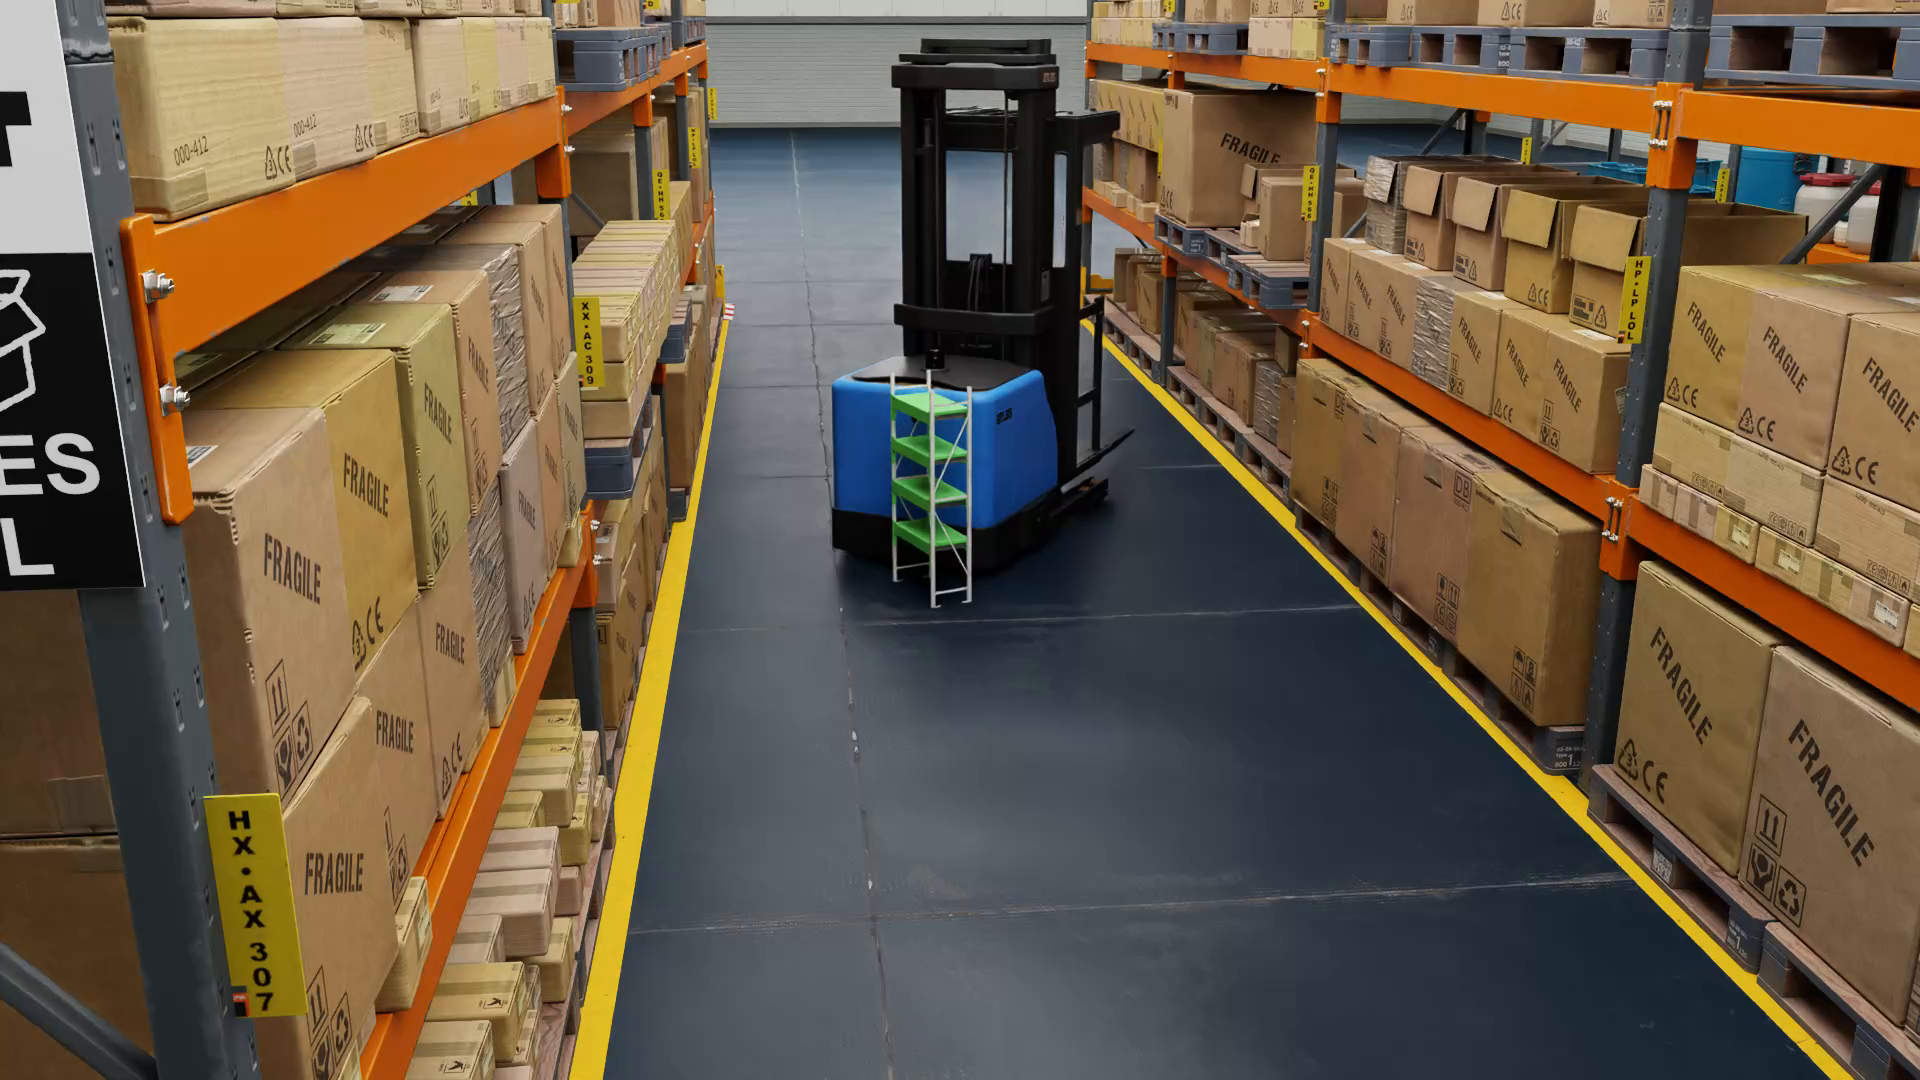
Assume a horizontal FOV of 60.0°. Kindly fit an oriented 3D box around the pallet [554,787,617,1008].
[{"bbox_3d":[-1.775,1.251,5.840,1.003,0.211,1.213,-2,18,-6],"label":"pallet"}]

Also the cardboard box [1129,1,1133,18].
[{"bbox_3d":[1.798,-4.976,15.596,0.380,0.149,0.250,-2,18,-6],"label":"cardboard box"}]

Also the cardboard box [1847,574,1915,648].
[{"bbox_3d":[2.899,0.203,4.943,0.380,0.149,0.250,-2,17,-5],"label":"cardboard box"}]

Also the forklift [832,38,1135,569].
[{"bbox_3d":[0.325,-1.630,10.477,1.130,2.935,3.031,8,19,24],"label":"forklift"}]

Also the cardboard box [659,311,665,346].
[{"bbox_3d":[-1.656,-1.036,8.186,0.380,0.149,0.250,-1,17,-4],"label":"cardboard box"}]

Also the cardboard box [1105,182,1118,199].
[{"bbox_3d":[1.683,-3.541,16.867,0.380,0.149,0.250,-2,18,-6],"label":"cardboard box"}]

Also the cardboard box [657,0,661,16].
[{"bbox_3d":[-2.252,-3.632,11.010,0.500,0.311,0.500,-2,18,-7],"label":"cardboard box"}]

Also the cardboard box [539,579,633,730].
[{"bbox_3d":[-1.692,0.485,7.095,0.500,0.500,0.500,-1,17,-3],"label":"cardboard box"}]

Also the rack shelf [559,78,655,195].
[{"bbox_3d":[-2.085,-1.962,7.613,1.077,0.370,4.000,-2,18,-6],"label":"rack shelf"}]

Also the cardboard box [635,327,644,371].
[{"bbox_3d":[-1.518,-0.787,6.896,0.380,0.149,0.250,-1,17,-4],"label":"cardboard box"}]

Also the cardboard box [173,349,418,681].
[{"bbox_3d":[-1.307,-0.046,2.981,0.500,0.500,0.500,-1,17,-4],"label":"cardboard box"}]

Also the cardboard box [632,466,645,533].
[{"bbox_3d":[-1.798,-0.183,7.972,0.500,0.250,0.500,-1,17,-4],"label":"cardboard box"}]

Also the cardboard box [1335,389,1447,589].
[{"bbox_3d":[2.787,-0.308,8.996,1.225,0.875,0.875,-2,18,-5],"label":"cardboard box"}]

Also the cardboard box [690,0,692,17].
[{"bbox_3d":[-2.457,-4.492,14.020,0.380,0.149,0.250,-2,18,-6],"label":"cardboard box"}]

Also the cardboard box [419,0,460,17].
[{"bbox_3d":[-1.402,-1.281,3.657,0.500,0.250,0.500,-2,18,-8],"label":"cardboard box"}]

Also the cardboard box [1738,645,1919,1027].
[{"bbox_3d":[3.146,0.879,5.216,0.875,0.875,0.875,-2,18,-6],"label":"cardboard box"}]

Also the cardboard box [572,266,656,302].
[{"bbox_3d":[-1.597,-1.160,7.588,0.380,0.149,0.250,-1,17,-4],"label":"cardboard box"}]

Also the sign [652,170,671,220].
[{"bbox_3d":[-1.753,-2.004,9.753,0.100,0.325,0.005,-2,18,-6],"label":"sign"}]

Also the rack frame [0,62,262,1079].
[{"bbox_3d":[-1.467,0.913,2.260,1.000,3.000,0.127,-2,18,-6],"label":"rack frame"}]

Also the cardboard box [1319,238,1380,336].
[{"bbox_3d":[2.432,-1.488,9.741,0.500,0.500,0.500,-1,17,-4],"label":"cardboard box"}]

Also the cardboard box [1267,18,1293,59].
[{"bbox_3d":[2.295,-3.234,10.714,0.500,0.250,0.500,-2,18,-6],"label":"cardboard box"}]

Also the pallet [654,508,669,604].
[{"bbox_3d":[-2.213,0.093,9.528,1.003,0.211,1.213,-2,18,-6],"label":"pallet"}]

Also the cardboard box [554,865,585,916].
[{"bbox_3d":[-1.465,1.144,5.583,0.380,0.149,0.250,-2,18,-7],"label":"cardboard box"}]

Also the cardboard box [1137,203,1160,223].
[{"bbox_3d":[1.806,-2.942,14.961,0.380,0.149,0.250,-2,18,-6],"label":"cardboard box"}]

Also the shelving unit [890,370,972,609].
[{"bbox_3d":[-0.160,-0.283,9.074,0.258,1.200,0.503,-9,19,-26],"label":"shelving unit"}]

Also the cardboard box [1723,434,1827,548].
[{"bbox_3d":[2.899,-0.176,5.482,0.500,0.250,0.500,-2,18,-6],"label":"cardboard box"}]

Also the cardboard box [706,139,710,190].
[{"bbox_3d":[-3.033,-3.816,17.074,0.875,0.550,0.550,-2,18,-6],"label":"cardboard box"}]

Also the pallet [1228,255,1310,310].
[{"bbox_3d":[2.473,-1.711,10.939,1.213,0.211,1.003,-2,18,-6],"label":"pallet"}]

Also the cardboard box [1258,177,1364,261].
[{"bbox_3d":[2.400,-2.164,11.195,0.700,0.500,0.500,1,17,3],"label":"cardboard box"}]

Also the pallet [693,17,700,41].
[{"bbox_3d":[-2.901,-4.658,15.145,1.003,0.211,1.213,-2,18,-6],"label":"pallet"}]

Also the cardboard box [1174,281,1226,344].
[{"bbox_3d":[2.172,-2.084,15.278,0.500,0.500,0.500,4,18,12],"label":"cardboard box"}]

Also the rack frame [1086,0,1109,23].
[{"bbox_3d":[1.827,-6.839,16.938,1.000,3.000,0.127,-2,18,-6],"label":"rack frame"}]

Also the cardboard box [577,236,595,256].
[{"bbox_3d":[-2.069,-1.660,10.290,0.500,0.500,0.500,-2,17,-5],"label":"cardboard box"}]

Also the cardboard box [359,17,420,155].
[{"bbox_3d":[-1.375,-0.898,3.272,0.500,0.250,0.500,-2,18,-7],"label":"cardboard box"}]

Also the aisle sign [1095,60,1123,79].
[{"bbox_3d":[1.522,-5.226,17.476,0.394,0.787,0.004,-2,18,-6],"label":"aisle sign"}]

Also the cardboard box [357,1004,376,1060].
[{"bbox_3d":[-1.241,0.852,2.875,0.380,0.149,0.250,-1,17,-4],"label":"cardboard box"}]

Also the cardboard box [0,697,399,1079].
[{"bbox_3d":[-1.238,0.581,2.654,0.500,0.500,0.500,-1,17,-3],"label":"cardboard box"}]

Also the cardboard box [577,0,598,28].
[{"bbox_3d":[-1.908,-2.424,7.008,0.797,0.503,0.637,-2,18,-6],"label":"cardboard box"}]

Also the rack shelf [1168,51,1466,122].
[{"bbox_3d":[2.446,-3.277,11.801,1.077,0.370,4.000,-2,18,-6],"label":"rack shelf"}]

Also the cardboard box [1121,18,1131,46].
[{"bbox_3d":[1.785,-4.729,15.474,0.500,0.250,0.500,-1,17,-4],"label":"cardboard box"}]

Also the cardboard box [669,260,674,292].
[{"bbox_3d":[-1.729,-1.402,8.856,0.380,0.149,0.250,-1,17,-4],"label":"cardboard box"}]

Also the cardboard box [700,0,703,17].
[{"bbox_3d":[-2.668,-5.098,15.950,0.380,0.149,0.250,-2,18,-5],"label":"cardboard box"}]

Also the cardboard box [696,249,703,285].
[{"bbox_3d":[-2.699,-2.038,14.507,0.875,0.875,0.875,-2,17,-5],"label":"cardboard box"}]

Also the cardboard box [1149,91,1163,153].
[{"bbox_3d":[1.920,-3.577,14.231,0.500,0.500,0.500,-2,18,-6],"label":"cardboard box"}]

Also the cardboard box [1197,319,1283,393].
[{"bbox_3d":[2.312,-1.476,13.310,0.700,0.500,0.500,-2,18,-6],"label":"cardboard box"}]

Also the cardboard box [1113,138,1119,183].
[{"bbox_3d":[2.027,-3.856,16.790,0.875,0.500,0.500,-2,18,-6],"label":"cardboard box"}]

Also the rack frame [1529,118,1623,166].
[{"bbox_3d":[6.754,-4.130,18.324,1.000,3.000,0.127,-2,18,-6],"label":"rack frame"}]

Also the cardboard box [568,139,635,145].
[{"bbox_3d":[-2.382,-2.280,10.594,0.700,0.500,0.500,-2,18,-6],"label":"cardboard box"}]

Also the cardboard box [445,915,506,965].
[{"bbox_3d":[-1.459,1.159,4.542,0.380,0.149,0.250,-2,18,-6],"label":"cardboard box"}]

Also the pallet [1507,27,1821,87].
[{"bbox_3d":[2.921,-2.013,6.893,0.805,0.209,1.217,-2,18,-8],"label":"pallet"}]

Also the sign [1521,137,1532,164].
[{"bbox_3d":[6.206,-4.246,18.232,0.100,0.325,0.005,-2,18,-6],"label":"sign"}]

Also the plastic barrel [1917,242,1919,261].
[{"bbox_3d":[7.217,-2.225,12.070,0.421,0.512,0.421,0,17,0],"label":"plastic barrel"}]

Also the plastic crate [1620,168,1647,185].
[{"bbox_3d":[7.164,-3.725,17.284,0.499,0.251,0.408,-2,18,-6],"label":"plastic crate"}]
